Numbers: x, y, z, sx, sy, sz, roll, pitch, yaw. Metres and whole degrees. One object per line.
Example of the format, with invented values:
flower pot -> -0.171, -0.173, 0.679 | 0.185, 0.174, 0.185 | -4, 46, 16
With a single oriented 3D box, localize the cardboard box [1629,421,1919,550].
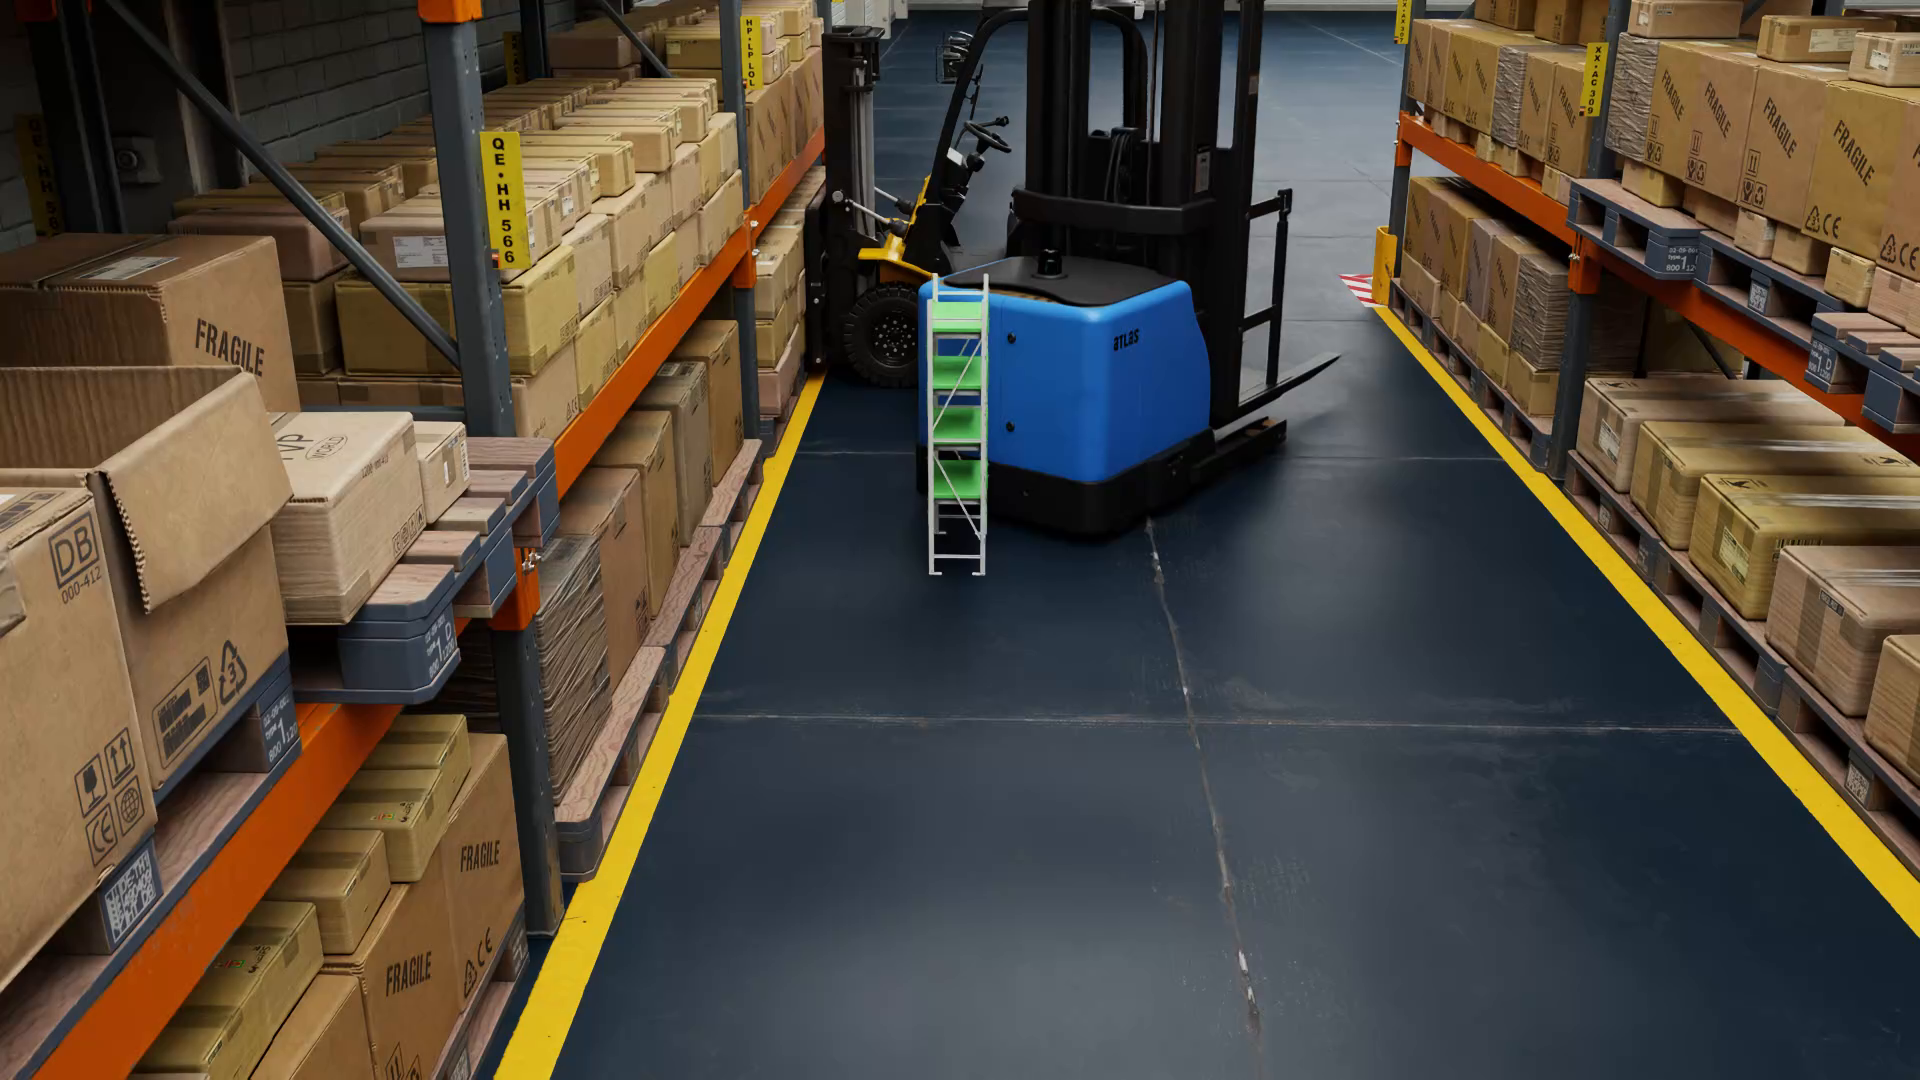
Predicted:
cardboard box -> 3.418, -0.224, 7.011 | 0.950, 0.372, 0.625 | 2, 21, 5

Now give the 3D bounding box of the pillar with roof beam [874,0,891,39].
pillar with roof beam -> 2.722, -14.387, 32.169 | 9.100, 9.000, 0.400 | 1, 21, 2

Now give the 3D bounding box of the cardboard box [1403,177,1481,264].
cardboard box -> 3.271, -2.115, 11.018 | 0.500, 0.500, 0.500 | 0, 21, 0

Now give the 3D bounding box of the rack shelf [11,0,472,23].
rack shelf -> -1.694, -0.650, 1.904 | 1.077, 0.370, 4.000 | 1, 21, 2

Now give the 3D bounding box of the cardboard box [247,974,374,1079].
cardboard box -> -1.470, 1.185, 3.203 | 0.500, 0.500, 0.500 | 2, 21, 4

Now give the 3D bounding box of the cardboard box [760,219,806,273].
cardboard box -> -1.153, -1.672, 9.530 | 0.500, 0.250, 0.500 | 1, 21, 3

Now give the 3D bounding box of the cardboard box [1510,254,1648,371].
cardboard box -> 3.200, -1.183, 8.615 | 0.500, 0.500, 0.500 | 0, 21, 1

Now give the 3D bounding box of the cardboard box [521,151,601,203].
cardboard box -> -1.367, -1.146, 5.302 | 0.380, 0.149, 0.250 | 1, 21, 2

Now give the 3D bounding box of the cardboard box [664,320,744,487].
cardboard box -> -1.516, -0.656, 7.775 | 0.875, 0.625, 0.625 | 2, 21, 4

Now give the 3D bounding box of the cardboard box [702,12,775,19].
cardboard box -> -1.255, -2.913, 9.443 | 0.380, 0.149, 0.250 | 1, 21, 2

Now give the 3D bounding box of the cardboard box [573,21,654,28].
cardboard box -> -1.815, -2.640, 8.739 | 0.380, 0.149, 0.250 | 0, 21, 1

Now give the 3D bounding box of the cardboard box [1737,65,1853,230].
cardboard box -> 3.101, -1.372, 5.788 | 0.500, 0.500, 0.500 | 0, 21, -1

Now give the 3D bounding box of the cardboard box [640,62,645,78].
cardboard box -> -1.785, -2.315, 8.314 | 0.380, 0.149, 0.250 | 0, 21, 0

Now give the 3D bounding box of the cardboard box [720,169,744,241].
cardboard box -> -1.265, -1.501, 7.458 | 0.500, 0.250, 0.500 | 1, 21, 3

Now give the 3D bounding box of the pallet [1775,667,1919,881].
pallet -> 3.354, 0.761, 5.276 | 1.003, 0.211, 1.213 | 1, 21, 2

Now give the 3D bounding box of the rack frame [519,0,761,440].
rack frame -> -1.511, -1.756, 7.908 | 1.000, 3.000, 0.127 | 1, 21, 2

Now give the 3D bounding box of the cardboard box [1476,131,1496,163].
cardboard box -> 3.192, -2.258, 9.549 | 0.380, 0.149, 0.250 | 1, 21, 2

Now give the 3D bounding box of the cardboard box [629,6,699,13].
cardboard box -> -1.761, -3.102, 9.932 | 0.380, 0.149, 0.250 | 0, 21, 0

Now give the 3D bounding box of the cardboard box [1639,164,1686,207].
cardboard box -> 3.101, -1.495, 7.002 | 0.380, 0.149, 0.250 | 1, 21, 3

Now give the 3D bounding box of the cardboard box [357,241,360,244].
cardboard box -> -1.883, -0.823, 5.020 | 0.500, 0.250, 0.500 | 1, 21, 2

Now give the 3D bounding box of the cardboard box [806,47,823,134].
cardboard box -> -1.167, -2.881, 10.668 | 0.500, 0.500, 0.500 | 1, 21, 3

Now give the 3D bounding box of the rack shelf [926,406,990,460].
rack shelf -> -0.005, -0.440, 7.181 | 0.258, 0.148, 0.480 | 1, 21, 2

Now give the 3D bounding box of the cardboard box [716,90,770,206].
cardboard box -> -1.237, -1.960, 8.296 | 0.500, 0.500, 0.500 | 0, 21, 0

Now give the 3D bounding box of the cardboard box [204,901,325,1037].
cardboard box -> -1.477, 0.828, 3.228 | 0.380, 0.149, 0.250 | 1, 21, 3

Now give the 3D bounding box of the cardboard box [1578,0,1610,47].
cardboard box -> 3.760, -2.877, 8.864 | 0.700, 0.500, 0.500 | 0, 21, 0

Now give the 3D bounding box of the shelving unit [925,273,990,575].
shelving unit -> -0.005, -0.500, 7.158 | 0.258, 1.200, 0.503 | 1, 21, 2

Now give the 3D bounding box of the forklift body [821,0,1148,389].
forklift body -> 0.376, -2.101, 9.970 | 2.313, 2.155, 1.214 | 1, 21, 2

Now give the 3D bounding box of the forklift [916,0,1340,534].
forklift -> 1.059, -1.865, 8.285 | 1.130, 2.935, 3.031 | 15, 26, 33

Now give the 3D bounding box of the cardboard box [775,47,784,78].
cardboard box -> -1.161, -2.589, 9.019 | 0.380, 0.149, 0.250 | 0, 21, 1

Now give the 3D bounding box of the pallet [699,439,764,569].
pallet -> -1.494, -0.189, 7.725 | 1.003, 0.211, 1.213 | 1, 21, 2

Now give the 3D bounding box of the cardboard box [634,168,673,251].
cardboard box -> -1.334, -1.186, 5.954 | 0.500, 0.250, 0.500 | 1, 21, 2

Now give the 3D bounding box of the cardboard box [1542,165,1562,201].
cardboard box -> 3.156, -1.795, 8.357 | 0.380, 0.149, 0.250 | 1, 21, 3

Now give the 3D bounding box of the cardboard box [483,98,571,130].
cardboard box -> -1.792, -1.701, 6.731 | 0.380, 0.149, 0.250 | 0, 21, 1

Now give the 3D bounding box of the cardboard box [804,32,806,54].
cardboard box -> -1.147, -3.050, 10.209 | 0.380, 0.149, 0.250 | 0, 21, 0

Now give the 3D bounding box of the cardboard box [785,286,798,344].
cardboard box -> -1.174, -1.257, 9.150 | 0.500, 0.250, 0.500 | 1, 21, 1

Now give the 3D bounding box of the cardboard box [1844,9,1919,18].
cardboard box -> 3.654, -1.967, 6.426 | 0.380, 0.149, 0.250 | 0, 21, 0

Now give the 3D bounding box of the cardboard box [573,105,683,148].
cardboard box -> -1.295, -1.607, 6.489 | 0.380, 0.149, 0.250 | 0, 21, 0

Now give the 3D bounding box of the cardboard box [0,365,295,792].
cardboard box -> -1.498, 0.039, 2.559 | 0.797, 0.503, 0.637 | 0, 21, 0

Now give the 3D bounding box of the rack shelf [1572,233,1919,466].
rack shelf -> 3.390, -0.644, 6.037 | 1.077, 0.370, 4.000 | 1, 21, 2

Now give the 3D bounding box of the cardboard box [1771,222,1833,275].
cardboard box -> 3.072, -1.017, 5.771 | 0.380, 0.149, 0.250 | 0, 21, 0

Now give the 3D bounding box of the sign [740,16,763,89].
sign -> -0.968, -2.256, 7.706 | 0.100, 0.325, 0.005 | 1, 21, 2

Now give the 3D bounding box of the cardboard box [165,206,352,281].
cardboard box -> -1.825, -0.779, 4.354 | 0.380, 0.149, 0.250 | 1, 21, 3

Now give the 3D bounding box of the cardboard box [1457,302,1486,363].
cardboard box -> 3.226, -1.210, 9.721 | 0.500, 0.250, 0.500 | 1, 21, 2

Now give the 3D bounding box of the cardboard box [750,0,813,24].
cardboard box -> -1.147, -3.374, 10.631 | 0.380, 0.149, 0.250 | 1, 21, 3

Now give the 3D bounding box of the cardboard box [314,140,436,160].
cardboard box -> -1.912, -1.242, 5.547 | 0.380, 0.149, 0.250 | 0, 21, 1

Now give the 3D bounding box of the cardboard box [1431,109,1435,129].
cardboard box -> 3.272, -2.725, 10.752 | 0.380, 0.149, 0.250 | 0, 21, 0

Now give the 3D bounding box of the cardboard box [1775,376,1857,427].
cardboard box -> 4.843, -0.911, 9.182 | 0.500, 0.500, 0.500 | 18, 27, 38

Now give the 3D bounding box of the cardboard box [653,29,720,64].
cardboard box -> -1.305, -2.451, 8.254 | 0.380, 0.149, 0.250 | 1, 21, 2

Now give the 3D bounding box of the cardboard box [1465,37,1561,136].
cardboard box -> 3.246, -2.611, 9.561 | 0.500, 0.500, 0.500 | 0, 21, 1

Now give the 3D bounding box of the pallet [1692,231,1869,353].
pallet -> 3.348, -0.883, 5.924 | 1.003, 0.211, 1.213 | 1, 21, 2

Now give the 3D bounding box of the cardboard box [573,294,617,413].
cardboard box -> -1.355, -0.579, 5.083 | 0.500, 0.250, 0.500 | 0, 21, 0
